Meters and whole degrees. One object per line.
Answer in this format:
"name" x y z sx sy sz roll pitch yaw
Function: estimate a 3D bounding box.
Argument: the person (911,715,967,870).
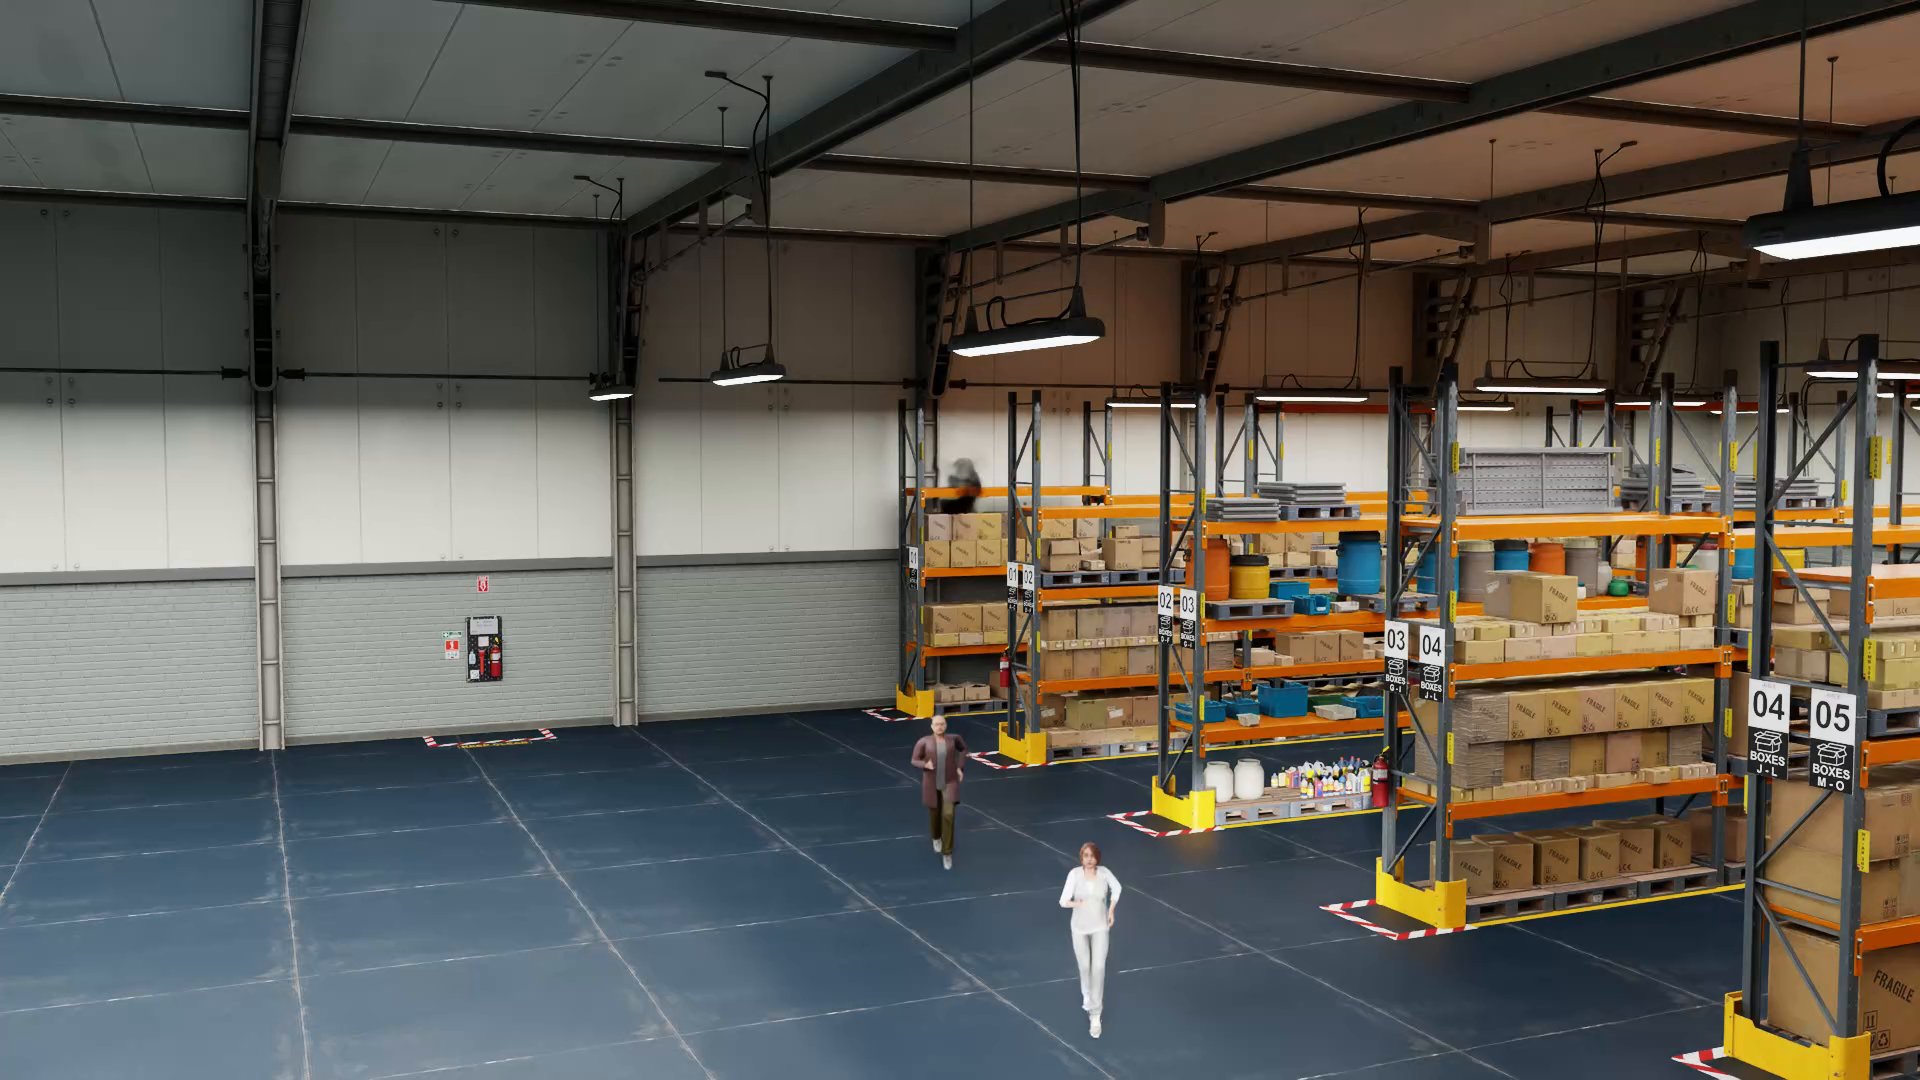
"person" -0.255 3.064 20.530 0.697 1.831 0.966 0 3 -1

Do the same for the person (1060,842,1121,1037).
"person" 1.155 3.486 14.767 0.524 1.635 0.719 1 3 9
